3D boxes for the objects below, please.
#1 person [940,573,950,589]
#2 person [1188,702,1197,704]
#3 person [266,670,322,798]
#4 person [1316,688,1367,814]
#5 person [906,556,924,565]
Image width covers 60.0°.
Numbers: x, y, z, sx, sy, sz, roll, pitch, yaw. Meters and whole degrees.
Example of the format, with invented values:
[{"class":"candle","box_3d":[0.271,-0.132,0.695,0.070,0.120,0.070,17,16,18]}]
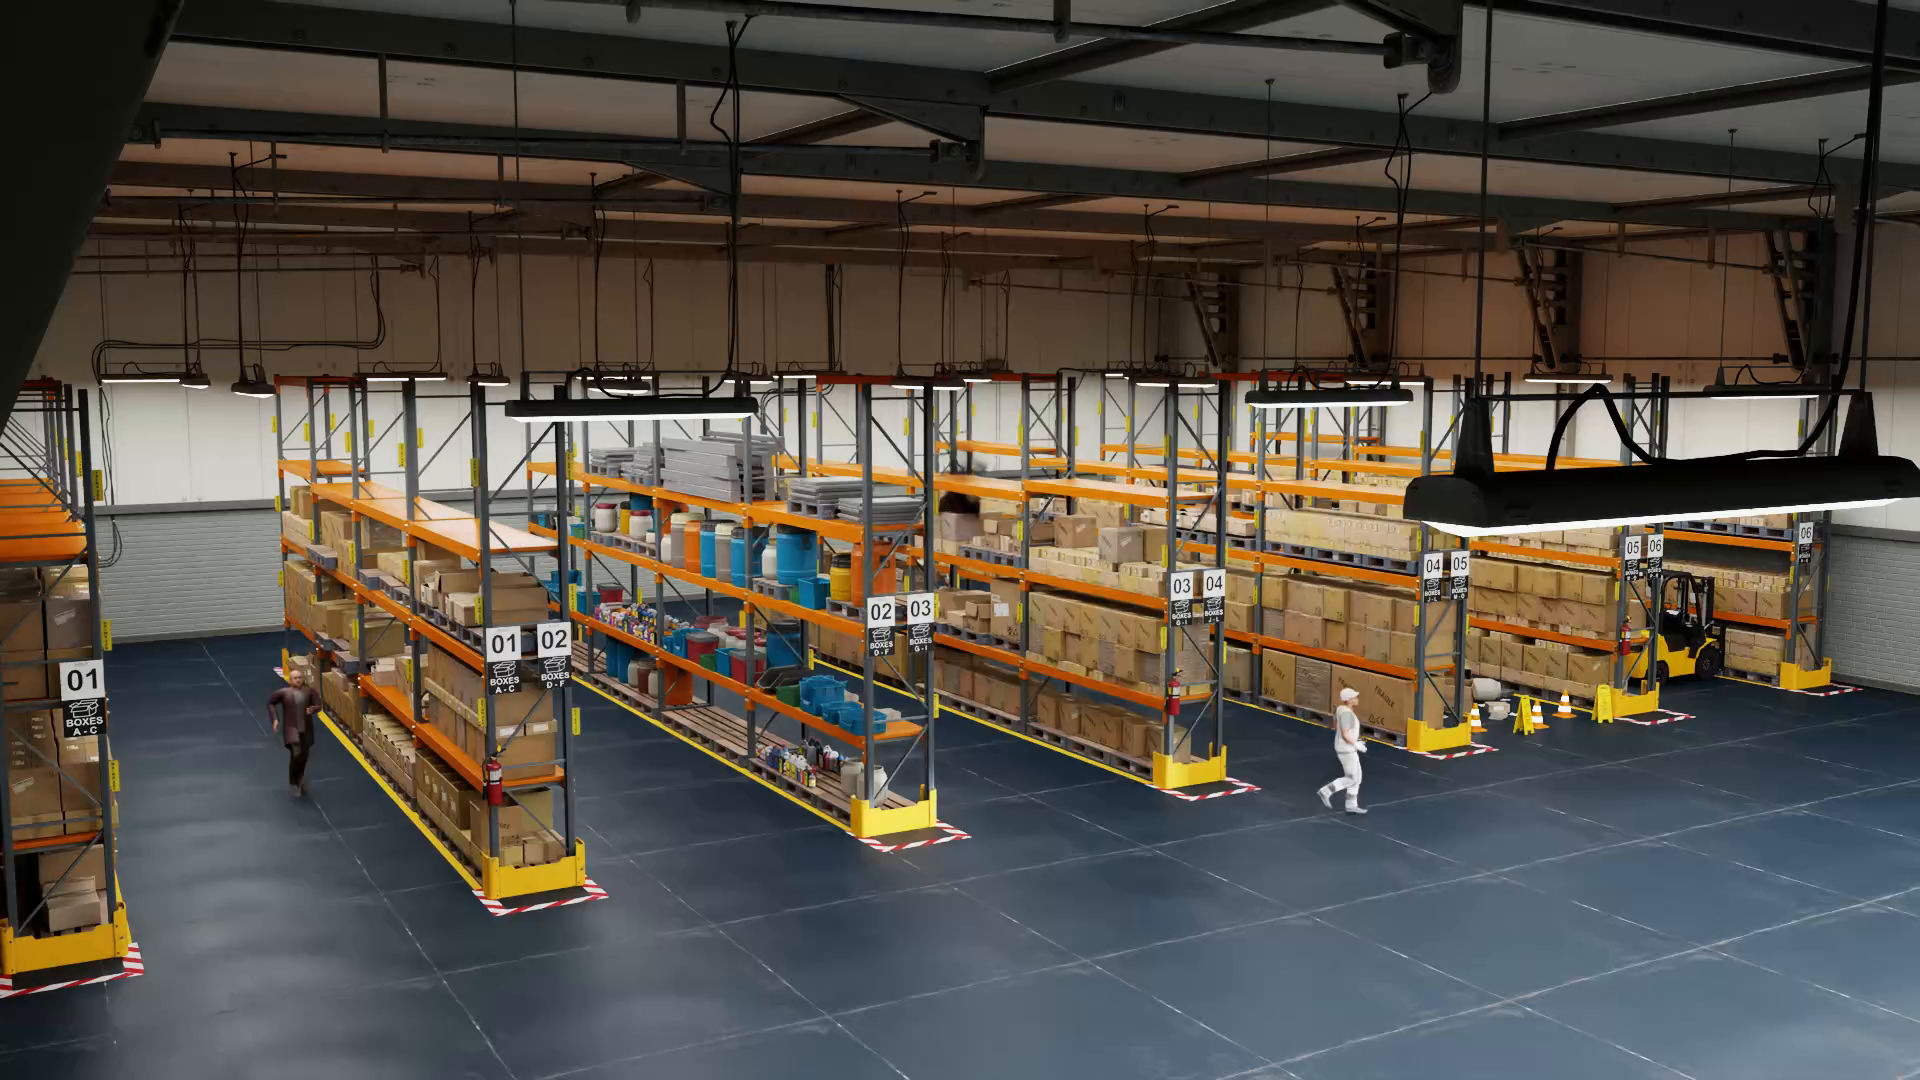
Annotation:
[{"class":"person","box_3d":[-0.224,1.538,36.348,0.639,1.658,0.679,-3,7,-25]},{"class":"person","box_3d":[4.081,2.146,30.654,0.588,1.664,0.851,-4,7,-33]},{"class":"person","box_3d":[-9.644,2.808,24.214,0.675,1.846,0.829,-5,8,-41]},{"class":"person","box_3d":[5.331,2.931,23.152,0.718,1.771,0.683,1,6,6]},{"class":"person","box_3d":[-1.217,1.024,41.194,0.640,1.609,0.578,6,8,42]}]
